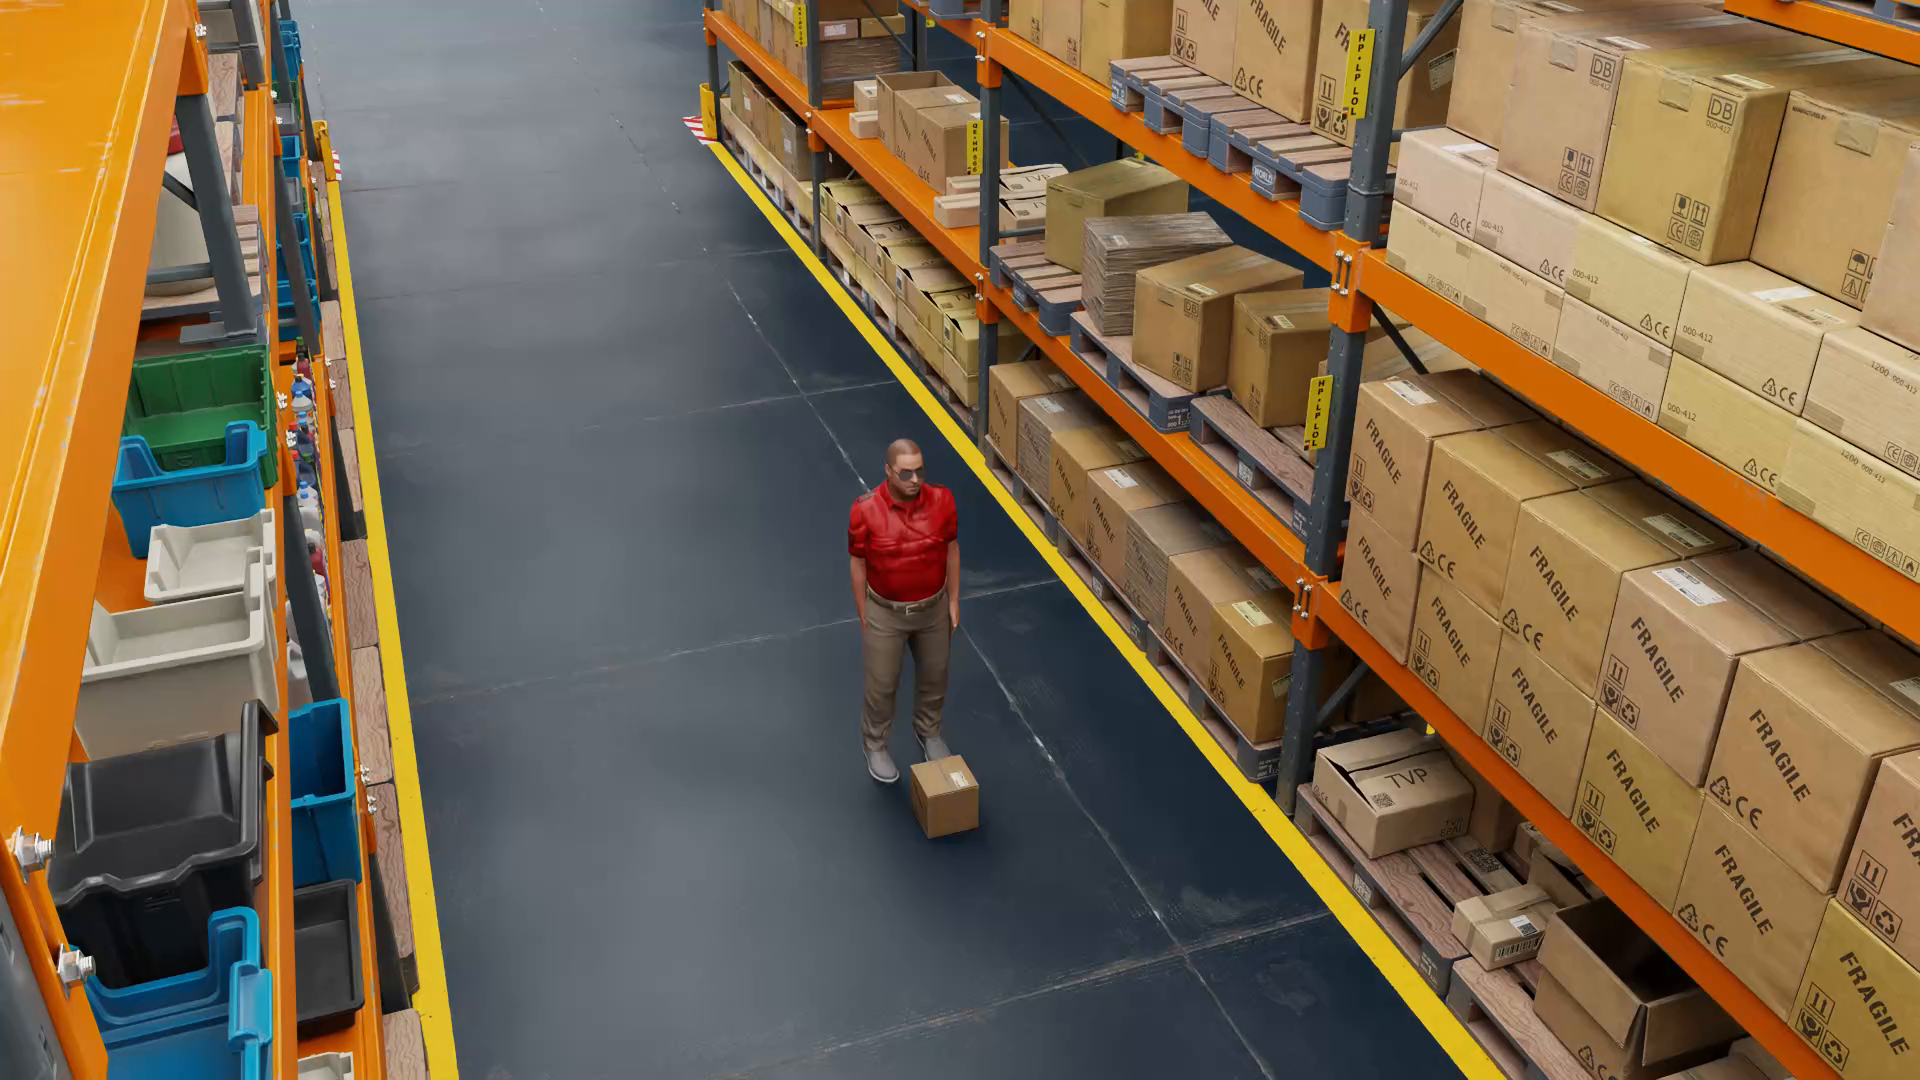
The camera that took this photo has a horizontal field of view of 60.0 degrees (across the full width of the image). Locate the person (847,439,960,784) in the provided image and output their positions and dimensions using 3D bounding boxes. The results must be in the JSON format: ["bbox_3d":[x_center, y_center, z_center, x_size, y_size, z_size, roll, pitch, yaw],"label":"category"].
[{"bbox_3d":[-0.237,0.332,7.787,0.527,1.725,0.361,-10,31,-16],"label":"person"}]
